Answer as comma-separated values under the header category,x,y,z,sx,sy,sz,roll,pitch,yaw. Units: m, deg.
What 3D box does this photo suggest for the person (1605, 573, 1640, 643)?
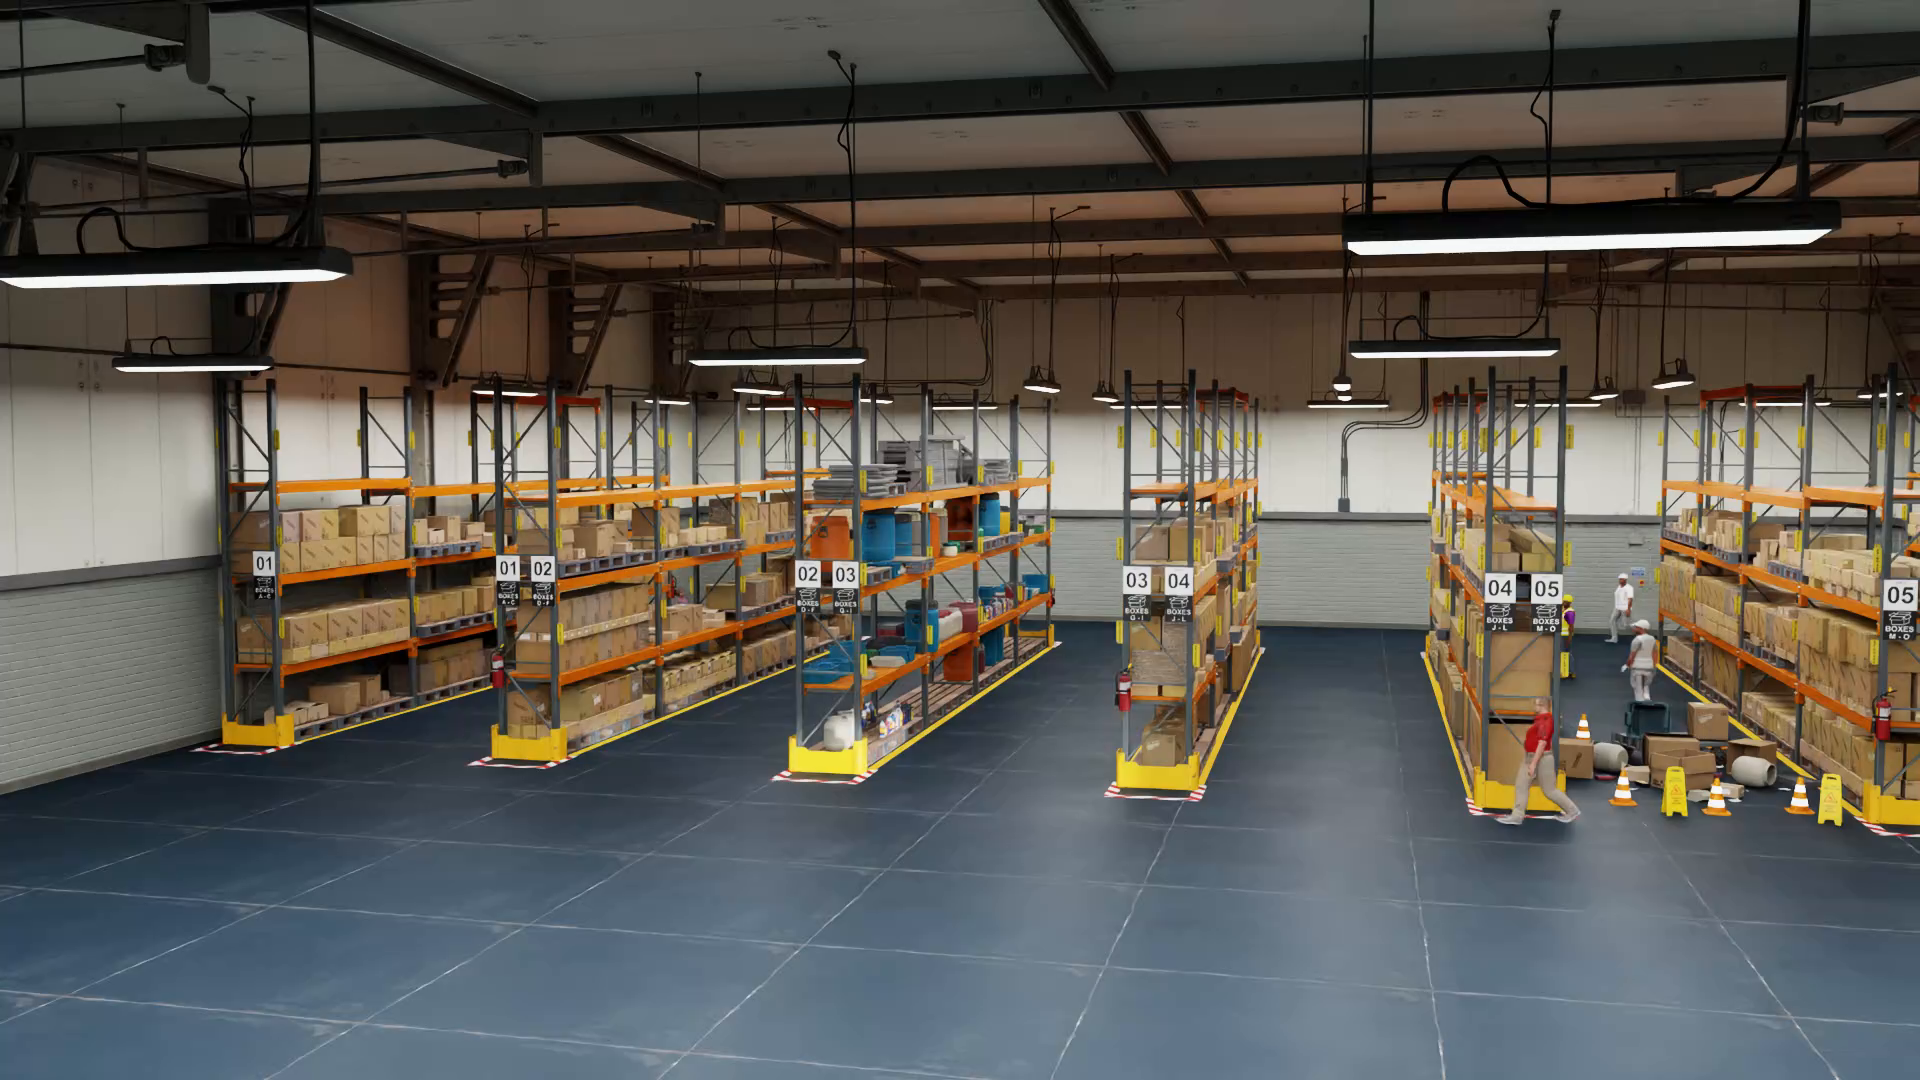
category,x,y,z,sx,sy,sz,roll,pitch,yaw
person,16.314,1.678,40.881,0.898,1.726,0.678,-1,4,-15

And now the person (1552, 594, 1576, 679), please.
category,x,y,z,sx,sy,sz,roll,pitch,yaw
person,12.740,2.026,35.012,0.449,1.772,0.599,2,4,30

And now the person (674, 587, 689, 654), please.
category,x,y,z,sx,sy,sz,roll,pitch,yaw
person,-6.447,1.908,38.556,0.373,1.622,0.445,1,4,20

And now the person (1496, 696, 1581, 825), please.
category,x,y,z,sx,sy,sz,roll,pitch,yaw
person,7.500,2.865,21.493,0.975,1.690,0.509,-1,3,-11

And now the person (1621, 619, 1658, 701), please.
category,x,y,z,sx,sy,sz,roll,pitch,yaw
person,12.146,2.322,29.680,0.619,1.822,0.542,0,3,4
